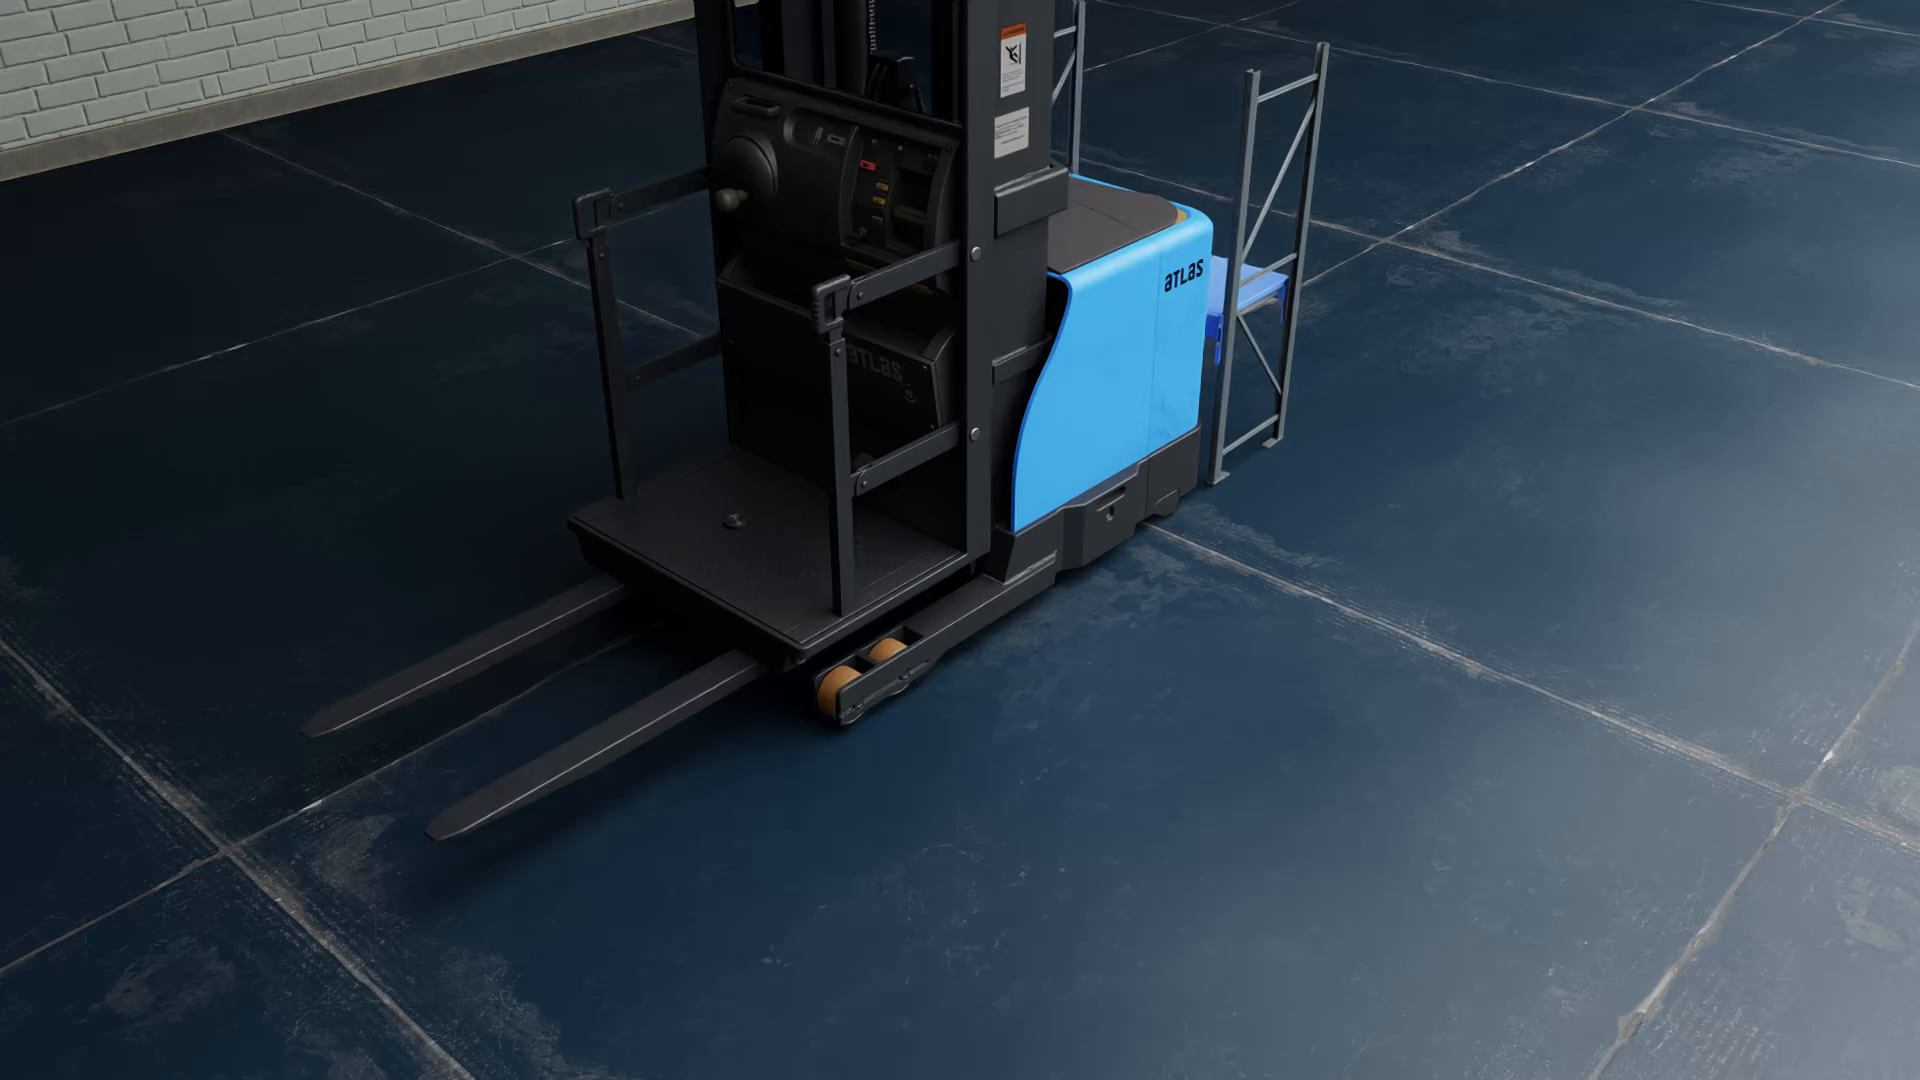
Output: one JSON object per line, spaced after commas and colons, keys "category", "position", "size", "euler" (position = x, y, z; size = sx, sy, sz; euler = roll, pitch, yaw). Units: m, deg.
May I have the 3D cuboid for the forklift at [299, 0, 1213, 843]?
{"category": "forklift", "position": [-0.515, -1.016, 4.596], "size": [1.130, 2.935, 3.031], "euler": [25, 39, 35]}

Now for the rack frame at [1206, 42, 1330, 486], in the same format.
{"category": "rack frame", "position": [1.078, -0.945, 5.859], "size": [0.032, 1.500, 0.500], "euler": [23, 37, 33]}

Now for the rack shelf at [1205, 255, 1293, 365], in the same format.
{"category": "rack shelf", "position": [0.684, -0.957, 6.227], "size": [1.000, 0.185, 0.538], "euler": [23, 37, 33]}

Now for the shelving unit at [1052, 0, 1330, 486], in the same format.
{"category": "shelving unit", "position": [0.685, -1.112, 6.136], "size": [1.048, 1.500, 0.538], "euler": [23, 37, 33]}

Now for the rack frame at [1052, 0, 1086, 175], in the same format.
{"category": "rack frame", "position": [0.293, -1.278, 6.413], "size": [0.032, 1.500, 0.500], "euler": [23, 37, 33]}
